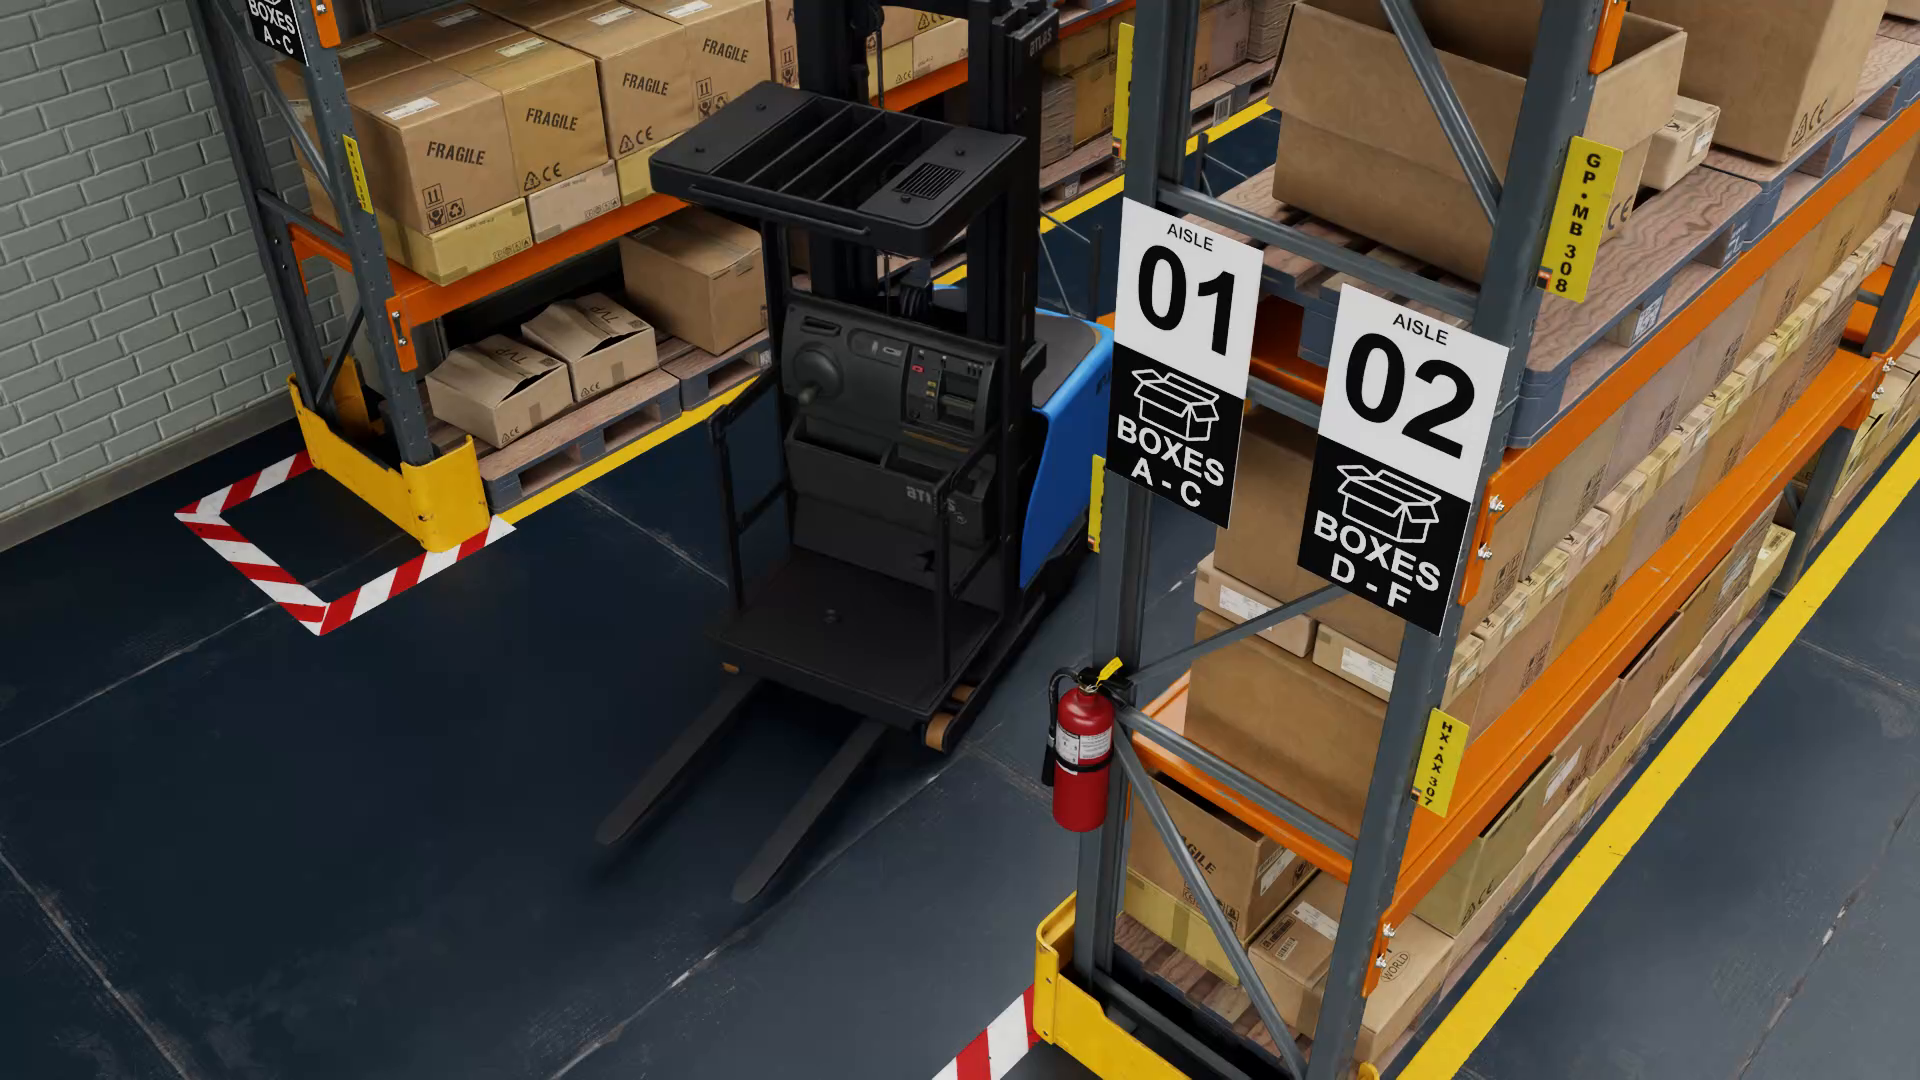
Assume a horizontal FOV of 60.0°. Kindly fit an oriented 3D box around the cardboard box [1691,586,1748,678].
[{"bbox_3d":[2.995,0.298,7.120,0.500,0.250,0.500,30,47,32],"label":"cardboard box"}]

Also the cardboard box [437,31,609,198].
[{"bbox_3d":[-1.982,-1.943,7.569,0.500,0.500,0.500,30,47,32],"label":"cardboard box"}]

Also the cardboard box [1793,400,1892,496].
[{"bbox_3d":[3.954,-0.537,7.720,0.500,0.311,0.500,30,47,32],"label":"cardboard box"}]

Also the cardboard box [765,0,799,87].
[{"bbox_3d":[-0.939,-2.659,8.470,0.500,0.500,0.500,28,46,31],"label":"cardboard box"}]

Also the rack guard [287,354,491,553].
[{"bbox_3d":[-2.815,-0.441,8.187,1.175,0.500,0.348,30,47,32],"label":"rack guard"}]

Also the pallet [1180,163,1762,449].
[{"bbox_3d":[1.289,-0.760,4.240,1.003,0.211,1.213,30,47,32],"label":"pallet"}]

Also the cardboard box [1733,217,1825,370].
[{"bbox_3d":[2.518,-1.022,5.786,0.700,0.500,0.500,30,47,32],"label":"cardboard box"}]

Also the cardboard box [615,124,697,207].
[{"bbox_3d":[-1.615,-1.901,8.118,0.500,0.250,0.500,29,47,31],"label":"cardboard box"}]

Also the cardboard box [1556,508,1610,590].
[{"bbox_3d":[1.734,-0.041,5.073,0.380,0.149,0.250,29,47,31],"label":"cardboard box"}]

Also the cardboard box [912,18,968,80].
[{"bbox_3d":[-0.264,-2.826,9.282,0.500,0.250,0.500,30,47,32],"label":"cardboard box"}]

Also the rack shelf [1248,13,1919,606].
[{"bbox_3d":[2.142,-1.118,5.197,1.077,0.370,4.000,30,47,32],"label":"rack shelf"}]

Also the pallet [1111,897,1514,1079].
[{"bbox_3d":[1.278,1.416,6.083,1.003,0.211,1.213,30,47,32],"label":"pallet"}]

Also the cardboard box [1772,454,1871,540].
[{"bbox_3d":[3.946,-0.313,7.889,0.500,0.250,0.500,28,47,31],"label":"cardboard box"}]

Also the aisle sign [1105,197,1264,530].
[{"bbox_3d":[0.532,-0.417,4.059,0.394,0.787,0.004,30,47,32],"label":"aisle sign"}]

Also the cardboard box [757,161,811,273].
[{"bbox_3d":[-0.838,-1.922,9.696,0.500,0.500,0.500,26,45,29],"label":"cardboard box"}]

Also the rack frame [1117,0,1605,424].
[{"bbox_3d":[0.793,-1.654,2.884,1.000,3.000,0.127,30,47,32],"label":"rack frame"}]

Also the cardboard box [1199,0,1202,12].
[{"bbox_3d":[1.309,-3.721,11.355,0.500,0.250,0.500,29,47,32],"label":"cardboard box"}]

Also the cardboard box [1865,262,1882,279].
[{"bbox_3d":[3.791,-1.330,7.416,0.500,0.250,0.500,-31,48,-33],"label":"cardboard box"}]

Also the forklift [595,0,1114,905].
[{"bbox_3d":[-0.387,-0.587,6.417,1.130,2.935,3.031,18,42,21],"label":"forklift"}]

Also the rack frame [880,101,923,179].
[{"bbox_3d":[-0.168,-3.222,9.676,1.000,3.000,0.127,30,47,32],"label":"rack frame"}]

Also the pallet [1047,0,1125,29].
[{"bbox_3d":[0.455,-3.437,10.100,1.003,0.211,1.213,30,47,32],"label":"pallet"}]

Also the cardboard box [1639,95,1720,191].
[{"bbox_3d":[1.717,-1.068,4.308,0.380,0.149,0.250,30,47,32],"label":"cardboard box"}]

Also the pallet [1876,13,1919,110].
[{"bbox_3d":[2.935,-1.881,5.650,1.003,0.211,1.213,30,47,32],"label":"pallet"}]

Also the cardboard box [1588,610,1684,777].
[{"bbox_3d":[2.333,0.471,6.300,0.500,0.500,0.500,30,47,32],"label":"cardboard box"}]

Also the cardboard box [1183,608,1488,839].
[{"bbox_3d":[1.117,0.446,4.983,0.700,0.500,0.500,30,47,32],"label":"cardboard box"}]

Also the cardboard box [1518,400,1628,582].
[{"bbox_3d":[1.504,-0.330,4.916,0.700,0.500,0.500,28,46,31],"label":"cardboard box"}]

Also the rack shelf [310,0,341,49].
[{"bbox_3d":[-1.517,-3.196,7.810,1.077,0.370,4.000,30,47,32],"label":"rack shelf"}]

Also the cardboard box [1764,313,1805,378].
[{"bbox_3d":[2.778,-0.755,5.972,0.380,0.149,0.250,29,47,32],"label":"cardboard box"}]

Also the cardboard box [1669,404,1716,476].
[{"bbox_3d":[2.254,-0.395,5.519,0.380,0.149,0.250,30,47,32],"label":"cardboard box"}]

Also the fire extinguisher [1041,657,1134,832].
[{"bbox_3d":[0.370,0.583,4.952,0.296,0.674,0.183,30,47,32],"label":"fire extinguisher"}]

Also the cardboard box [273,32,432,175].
[{"bbox_3d":[-2.705,-1.933,7.556,0.500,0.500,0.500,29,47,31],"label":"cardboard box"}]

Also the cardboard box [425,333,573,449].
[{"bbox_3d":[-2.333,-0.784,8.417,0.500,0.311,0.500,24,44,27],"label":"cardboard box"}]

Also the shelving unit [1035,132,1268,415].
[{"bbox_3d":[0.905,-1.101,8.214,1.083,1.500,0.587,-23,44,-26],"label":"shelving unit"}]

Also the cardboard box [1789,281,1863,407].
[{"bbox_3d":[3.197,-0.976,6.771,0.700,0.500,0.500,28,46,31],"label":"cardboard box"}]

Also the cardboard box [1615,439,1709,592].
[{"bbox_3d":[2.160,-0.267,5.879,0.700,0.500,0.500,31,48,33],"label":"cardboard box"}]

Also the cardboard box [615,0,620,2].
[{"bbox_3d":[-1.673,-2.631,8.434,0.500,0.500,0.500,30,47,32],"label":"cardboard box"}]

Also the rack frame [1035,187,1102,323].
[{"bbox_3d":[0.478,-0.920,7.986,0.032,1.500,0.500,-23,44,-26],"label":"rack frame"}]

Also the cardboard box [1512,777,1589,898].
[{"bbox_3d":[1.991,0.992,6.248,0.500,0.250,0.500,30,47,32],"label":"cardboard box"}]

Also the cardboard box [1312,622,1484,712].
[{"bbox_3d":[1.216,0.311,4.631,0.380,0.149,0.250,29,47,32],"label":"cardboard box"}]

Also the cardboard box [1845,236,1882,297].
[{"bbox_3d":[3.298,-1.109,6.417,0.380,0.149,0.250,29,47,31],"label":"cardboard box"}]

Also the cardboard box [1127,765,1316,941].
[{"bbox_3d":[0.935,0.941,5.710,0.500,0.500,0.500,30,47,32],"label":"cardboard box"}]

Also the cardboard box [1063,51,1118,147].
[{"bbox_3d":[0.628,-3.020,11.076,0.700,0.500,0.500,29,47,31],"label":"cardboard box"}]

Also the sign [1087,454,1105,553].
[{"bbox_3d":[0.402,-0.086,4.611,0.100,0.325,0.005,30,47,32],"label":"sign"}]

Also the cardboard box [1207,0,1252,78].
[{"bbox_3d":[1.650,-3.713,11.948,0.700,0.500,0.500,30,47,32],"label":"cardboard box"}]

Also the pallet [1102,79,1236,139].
[{"bbox_3d":[1.179,-3.052,11.702,1.003,0.211,1.213,30,47,32],"label":"pallet"}]

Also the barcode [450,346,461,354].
[{"bbox_3d":[-2.616,-0.964,8.636,0.001,0.075,0.075,30,47,32],"label":"barcode"}]
